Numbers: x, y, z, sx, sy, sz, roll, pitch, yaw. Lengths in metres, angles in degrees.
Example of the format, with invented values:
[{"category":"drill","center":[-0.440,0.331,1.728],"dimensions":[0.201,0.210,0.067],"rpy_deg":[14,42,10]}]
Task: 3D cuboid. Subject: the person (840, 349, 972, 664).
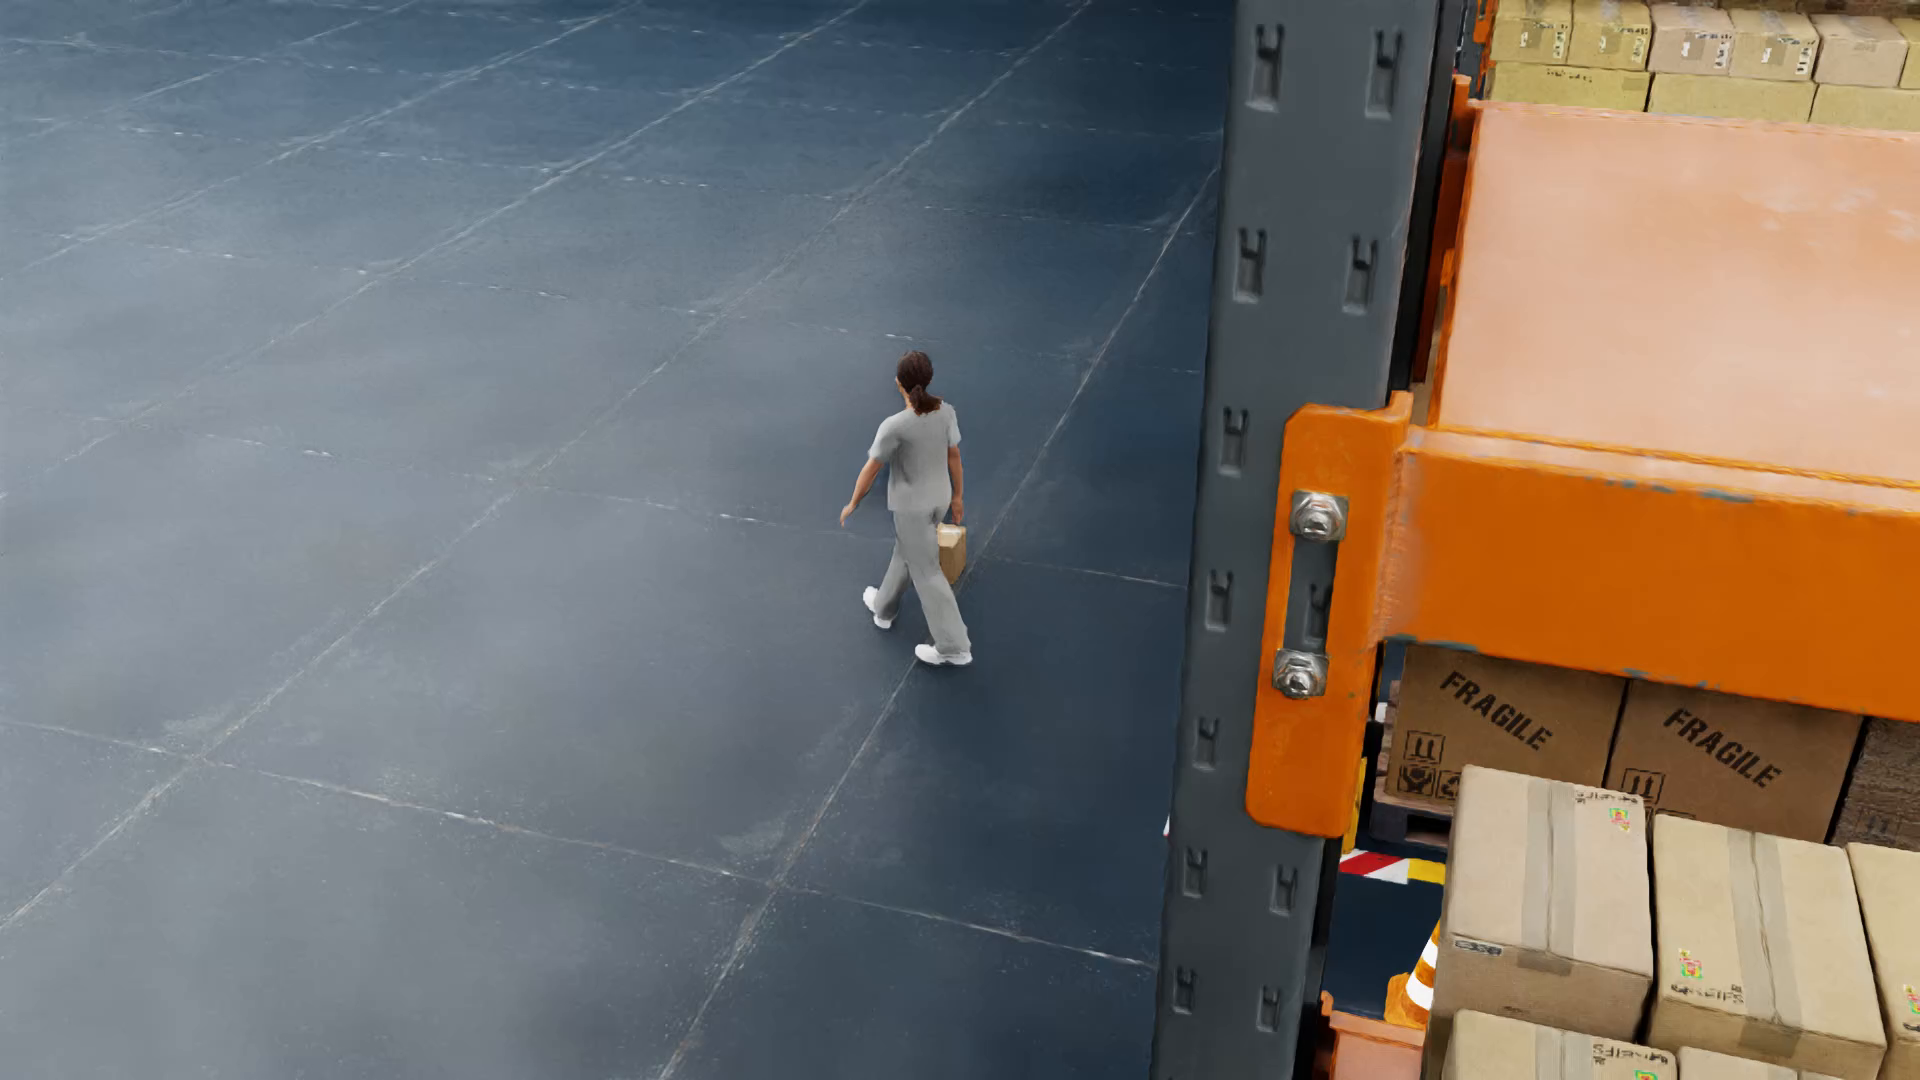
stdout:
[{"category":"person","center":[-0.283,-0.184,8.440],"dimensions":[0.552,1.643,0.870],"rpy_deg":[-24,37,-36]}]
